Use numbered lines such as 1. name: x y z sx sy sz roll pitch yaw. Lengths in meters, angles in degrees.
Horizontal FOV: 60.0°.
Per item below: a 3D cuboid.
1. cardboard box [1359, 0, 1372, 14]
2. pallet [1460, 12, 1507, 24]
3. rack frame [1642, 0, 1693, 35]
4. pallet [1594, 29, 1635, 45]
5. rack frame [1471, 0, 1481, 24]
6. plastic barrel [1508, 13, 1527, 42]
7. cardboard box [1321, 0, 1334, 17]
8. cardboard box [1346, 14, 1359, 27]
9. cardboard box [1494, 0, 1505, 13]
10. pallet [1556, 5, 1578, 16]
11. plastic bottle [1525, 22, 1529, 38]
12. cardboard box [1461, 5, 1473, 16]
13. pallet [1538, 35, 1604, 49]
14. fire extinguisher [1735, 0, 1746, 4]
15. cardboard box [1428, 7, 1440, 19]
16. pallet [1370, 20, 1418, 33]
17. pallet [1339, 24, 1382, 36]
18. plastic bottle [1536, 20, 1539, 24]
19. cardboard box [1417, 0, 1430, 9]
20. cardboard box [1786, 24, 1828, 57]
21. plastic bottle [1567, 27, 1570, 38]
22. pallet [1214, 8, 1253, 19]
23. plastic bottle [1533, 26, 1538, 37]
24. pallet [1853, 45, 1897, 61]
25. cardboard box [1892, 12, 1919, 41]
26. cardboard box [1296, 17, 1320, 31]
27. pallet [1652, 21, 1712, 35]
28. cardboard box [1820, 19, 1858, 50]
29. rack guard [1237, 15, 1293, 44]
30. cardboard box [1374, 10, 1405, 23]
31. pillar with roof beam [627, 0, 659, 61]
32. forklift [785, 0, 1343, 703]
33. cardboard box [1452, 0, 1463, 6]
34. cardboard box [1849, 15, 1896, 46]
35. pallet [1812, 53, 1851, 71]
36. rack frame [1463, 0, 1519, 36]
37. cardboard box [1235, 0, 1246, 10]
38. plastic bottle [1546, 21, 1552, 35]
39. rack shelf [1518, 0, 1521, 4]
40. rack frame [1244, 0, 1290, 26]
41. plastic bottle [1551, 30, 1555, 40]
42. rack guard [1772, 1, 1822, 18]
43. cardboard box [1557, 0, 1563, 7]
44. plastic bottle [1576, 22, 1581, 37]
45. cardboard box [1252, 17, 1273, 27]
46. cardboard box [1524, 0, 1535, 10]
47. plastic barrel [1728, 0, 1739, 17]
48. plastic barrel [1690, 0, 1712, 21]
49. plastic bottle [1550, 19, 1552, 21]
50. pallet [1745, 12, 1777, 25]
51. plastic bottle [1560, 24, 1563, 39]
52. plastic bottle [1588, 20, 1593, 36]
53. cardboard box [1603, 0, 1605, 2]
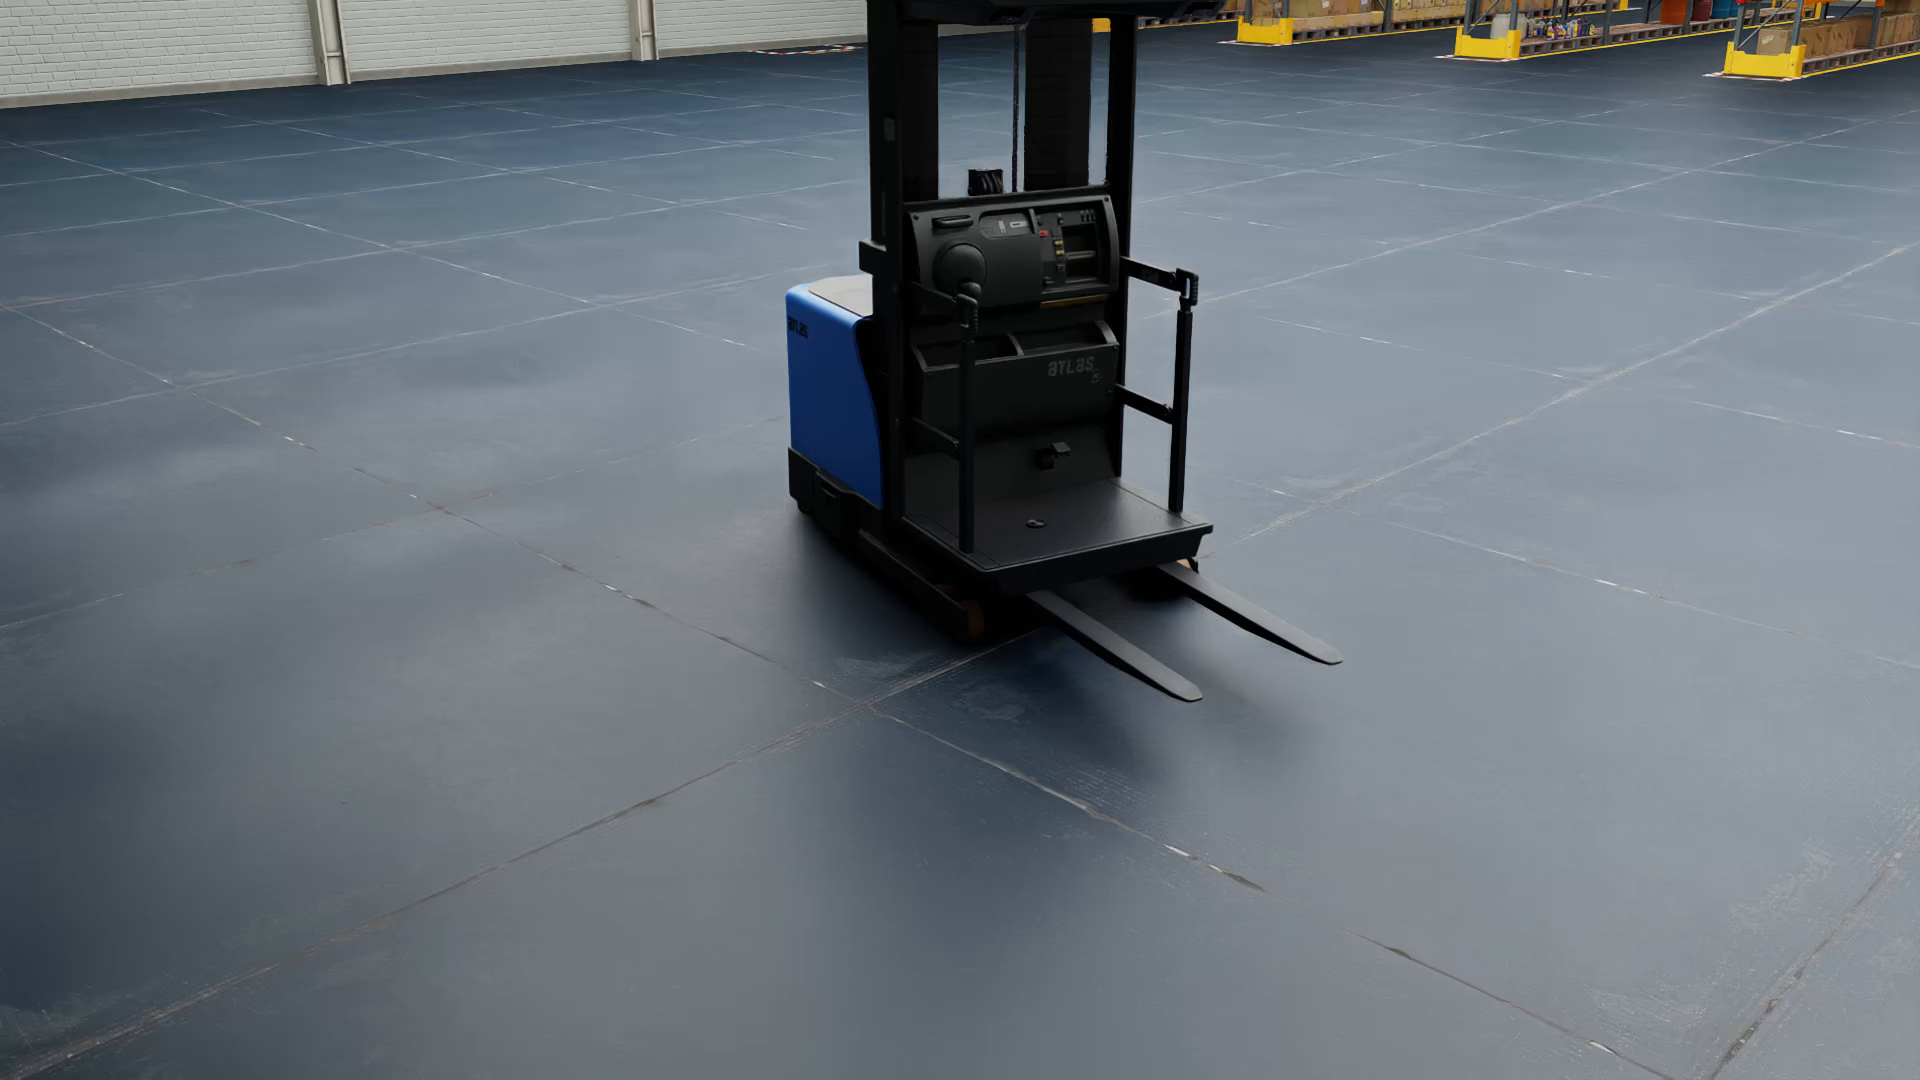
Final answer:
1. cardboard box: 8.548 -11.650 35.905 0.500 0.500 0.500 19 28 41
2. pallet: 12.411 -12.596 40.051 1.003 0.211 1.213 19 28 41
3. rack frame: 15.409 -12.474 35.848 1.000 3.000 0.127 19 28 41
4. pallet: 13.139 -10.356 34.224 1.003 0.211 1.213 19 28 41
5. rack frame: 11.863 -13.715 39.076 1.000 3.000 0.127 19 28 41
6. plastic barrel: 10.582 -9.770 31.694 0.421 0.512 0.421 0 21 0
7. cardboard box: 7.502 -11.264 34.902 0.500 0.500 0.500 19 28 41
8. cardboard box: 8.211 -11.167 35.695 0.500 0.250 0.500 19 28 41
9. cardboard box: 12.746 -12.935 39.918 0.500 0.500 0.500 18 27 39
10. pallet: 15.133 -13.618 42.711 1.003 0.211 1.213 19 28 41
11. plastic bottle: 11.068 -9.969 32.502 0.061 0.283 0.133 19 28 41
12. cardboard box: 11.670 -12.431 38.984 0.500 0.250 0.500 -19 28 -41
13. pallet: 12.120 -9.982 33.252 1.003 0.211 1.213 19 28 41
14. fire extinguisher: 12.967 -9.228 27.510 0.296 0.674 0.183 19 28 41
15. cardboard box: 10.604 -12.036 37.956 0.500 0.250 0.500 -20 28 -41
16. pallet: 9.558 -11.584 37.420 1.003 0.211 1.213 19 28 41
17. pallet: 8.488 -11.191 36.397 1.003 0.211 1.213 19 28 41
18. plastic bottle: 11.482 -10.199 33.103 0.133 0.283 0.061 -19 28 -40
19. cardboard box: 10.252 -12.166 37.511 0.500 0.311 0.500 18 27 39
20. cardboard box: 14.667 -8.682 28.881 0.500 0.500 0.500 -17 27 -37
21. plastic bottle: 11.838 -9.897 32.431 0.097 0.201 0.097 0 21 0
22. pallet: 6.914 -13.140 41.466 1.003 0.211 1.213 19 28 41
23. plastic bottle: 11.317 -10.017 32.743 0.097 0.201 0.097 0 21 0
24. pallet: 16.710 -9.105 30.970 1.003 0.211 1.213 19 28 41
25. cardboard box: 18.127 -9.950 32.152 0.700 0.500 0.500 16 26 36
26. cardboard box: 7.162 -10.783 34.695 0.500 0.250 0.500 19 28 41
27. pallet: 15.929 -11.386 36.903 1.003 0.211 1.213 19 28 41
28. cardboard box: 15.860 -9.143 30.080 0.500 0.500 0.500 18 28 39
29. rack guard: 6.265 -10.486 34.159 1.175 0.500 0.348 19 28 41
30. cardboard box: 9.531 -11.641 36.928 0.500 0.250 0.500 18 28 39
31. pillar with roof beam: -2.688 -11.932 26.076 9.100 9.000 0.400 19 28 41
32. forklift: 0.332 -1.155 6.494 1.130 2.935 3.031 -11 24 -27
33. cardboard box: 11.316 -12.558 38.531 0.500 0.311 0.500 19 28 40
34. cardboard box: 16.957 -9.515 31.021 0.700 0.500 0.500 19 28 40
35. pallet: 14.873 -8.408 29.156 1.003 0.211 1.213 19 28 41
36. rack frame: 9.828 -10.418 30.498 1.000 3.000 0.127 19 28 41
37. cardboard box: 6.731 -13.424 41.190 0.700 0.500 0.500 20 28 41
38. plastic bottle: 11.744 -10.207 33.139 0.097 0.271 0.097 0 21 0
39. rack shelf: 11.224 -10.596 31.965 1.077 0.370 4.000 19 28 41
40. rack frame: 6.282 -11.659 33.726 1.000 3.000 0.127 19 28 41
41. plastic bottle: 11.389 -9.732 32.000 0.097 0.201 0.097 0 21 0
42. rack guard: 20.997 -13.373 41.672 1.175 0.500 0.348 19 28 41
43. cardboard box: 15.101 -13.747 42.295 0.500 0.311 0.500 19 28 41
44. plastic bottle: 12.158 -10.044 32.699 0.133 0.283 0.061 -18 27 -39
45. cardboard box: 6.444 -10.783 34.695 0.500 0.250 0.500 19 28 41
46. cardboard box: 13.813 -13.329 40.944 0.500 0.500 0.500 20 29 41
47. plastic barrel: 17.808 -12.584 38.472 0.600 0.901 0.708 19 28 41
48. plastic barrel: 16.526 -11.965 37.299 0.600 0.588 0.708 19 28 41
49. plastic bottle: 11.876 -10.318 33.421 0.135 0.276 0.152 -19 28 -40
50. pallet: 18.685 -12.400 39.541 1.003 0.211 1.213 19 28 41
51. plastic bottle: 11.625 -9.852 32.214 0.097 0.271 0.097 0 21 0
52. plastic bottle: 12.519 -10.177 33.045 0.133 0.283 0.061 -18 28 -39
53. cardboard box: 16.894 -14.371 44.120 0.380 0.166 0.250 19 28 41
